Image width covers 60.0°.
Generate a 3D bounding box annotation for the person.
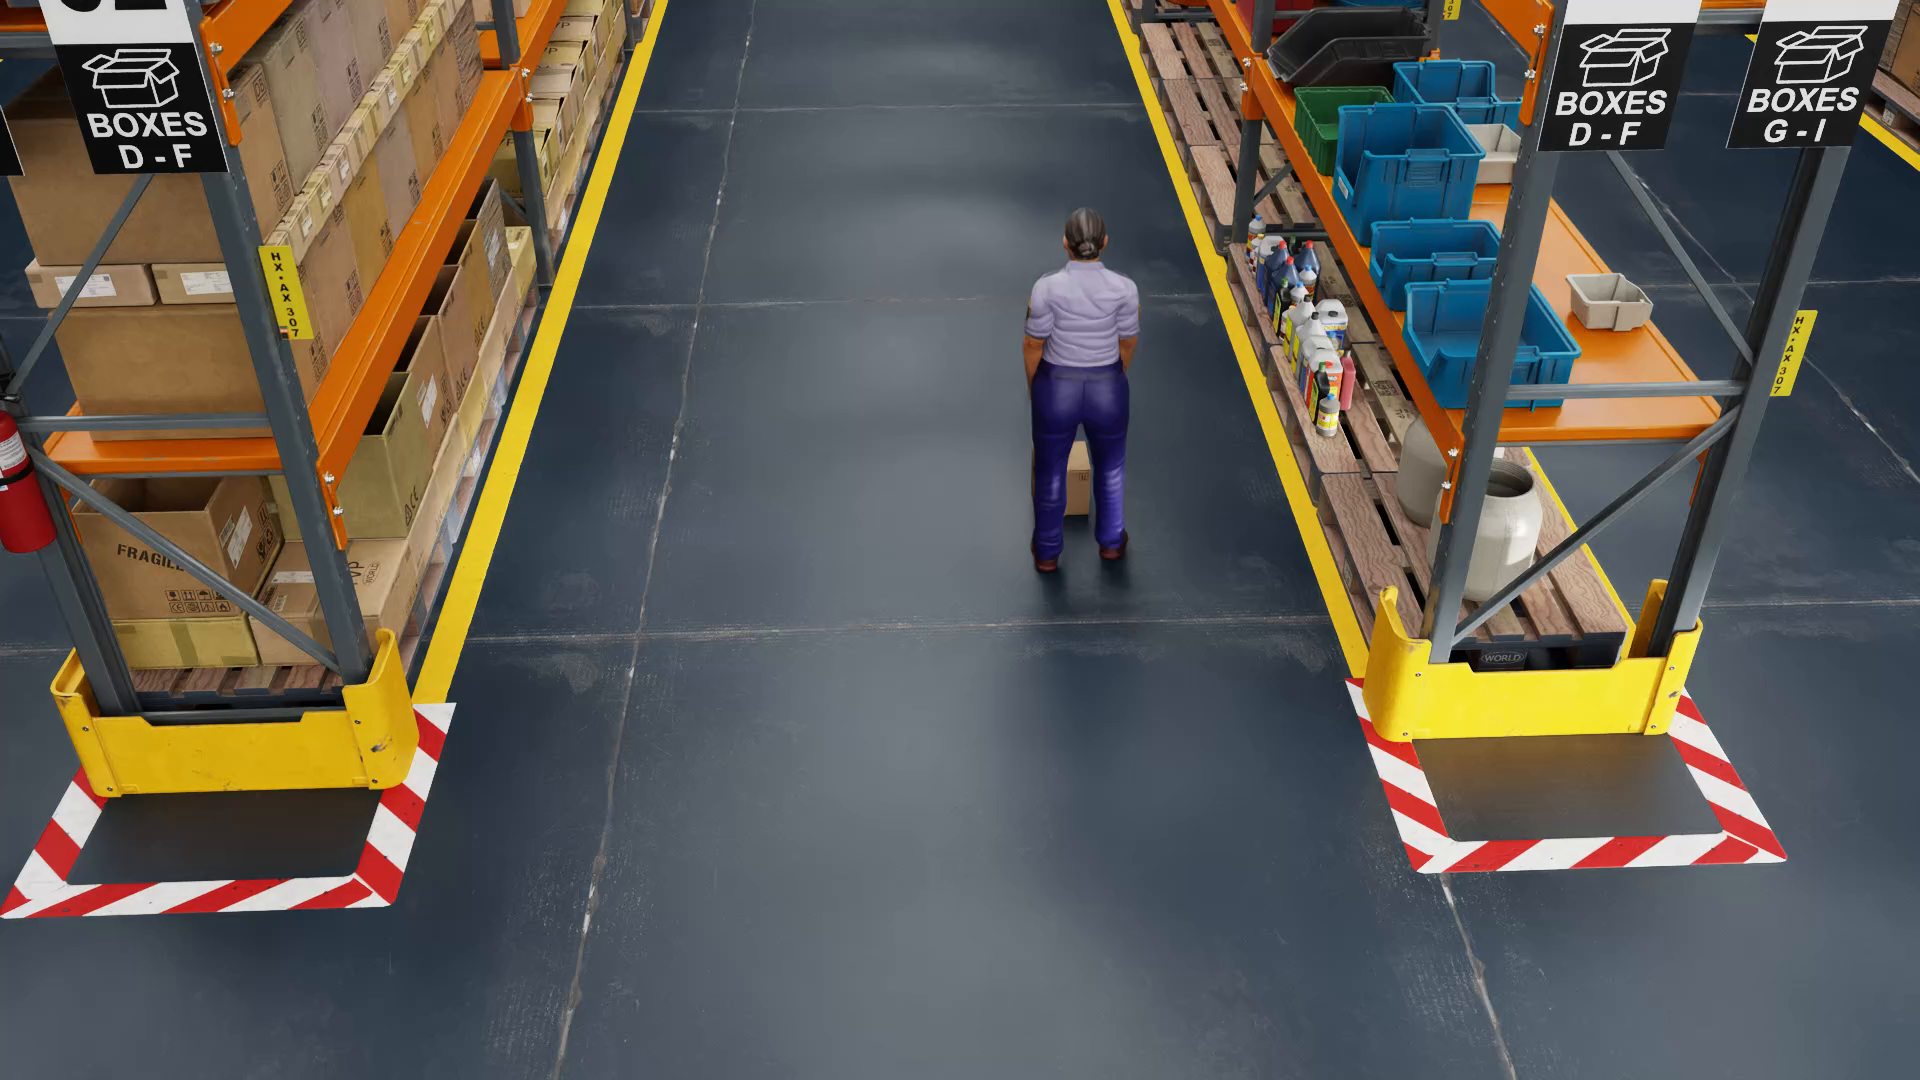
[{"bbox_3d":[0.473,-0.550,7.007,0.507,1.573,0.445,-1,35,-1],"label":"person"}]
